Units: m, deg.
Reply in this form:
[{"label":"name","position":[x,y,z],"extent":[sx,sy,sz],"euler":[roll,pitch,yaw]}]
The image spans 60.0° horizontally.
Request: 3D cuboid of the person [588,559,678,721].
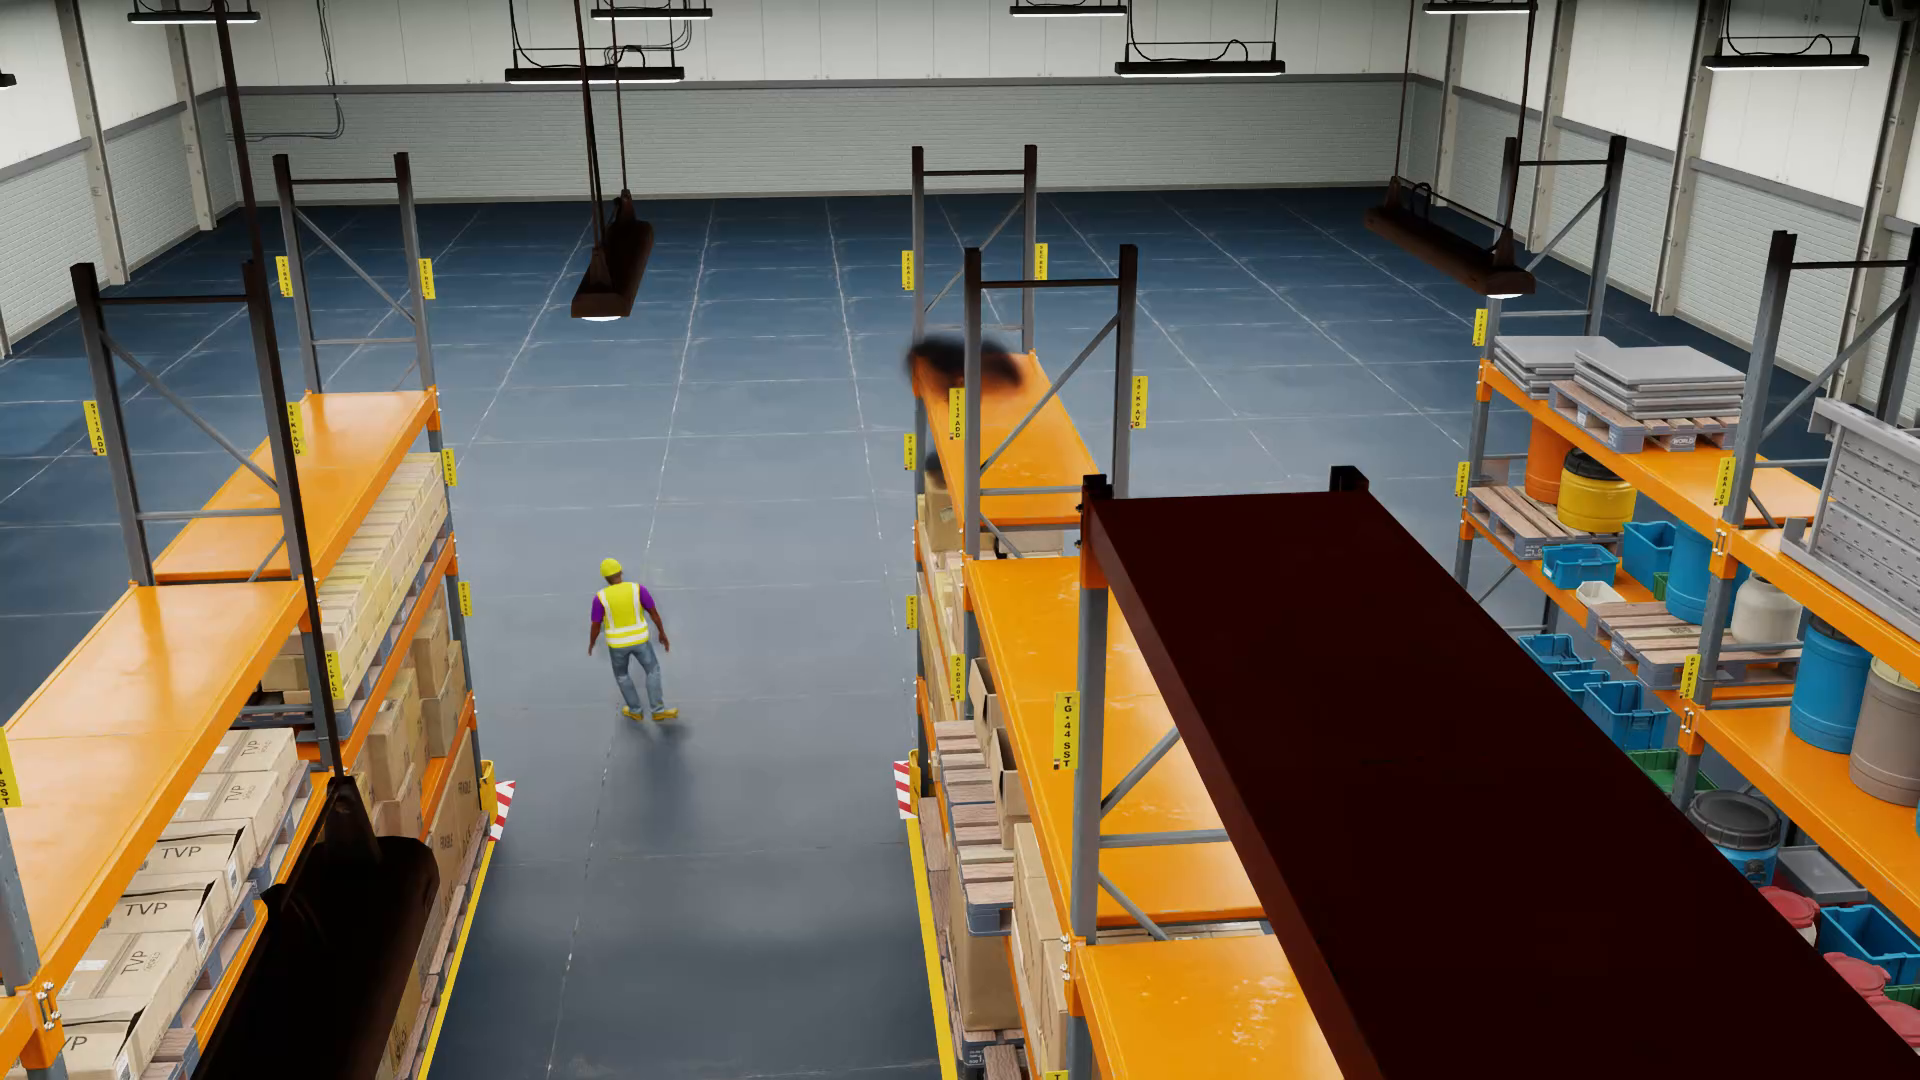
[{"label":"person","position":[-3.325,1.020,16.750],"extent":[0.813,1.696,0.658],"euler":[-8,23,-18]}]
